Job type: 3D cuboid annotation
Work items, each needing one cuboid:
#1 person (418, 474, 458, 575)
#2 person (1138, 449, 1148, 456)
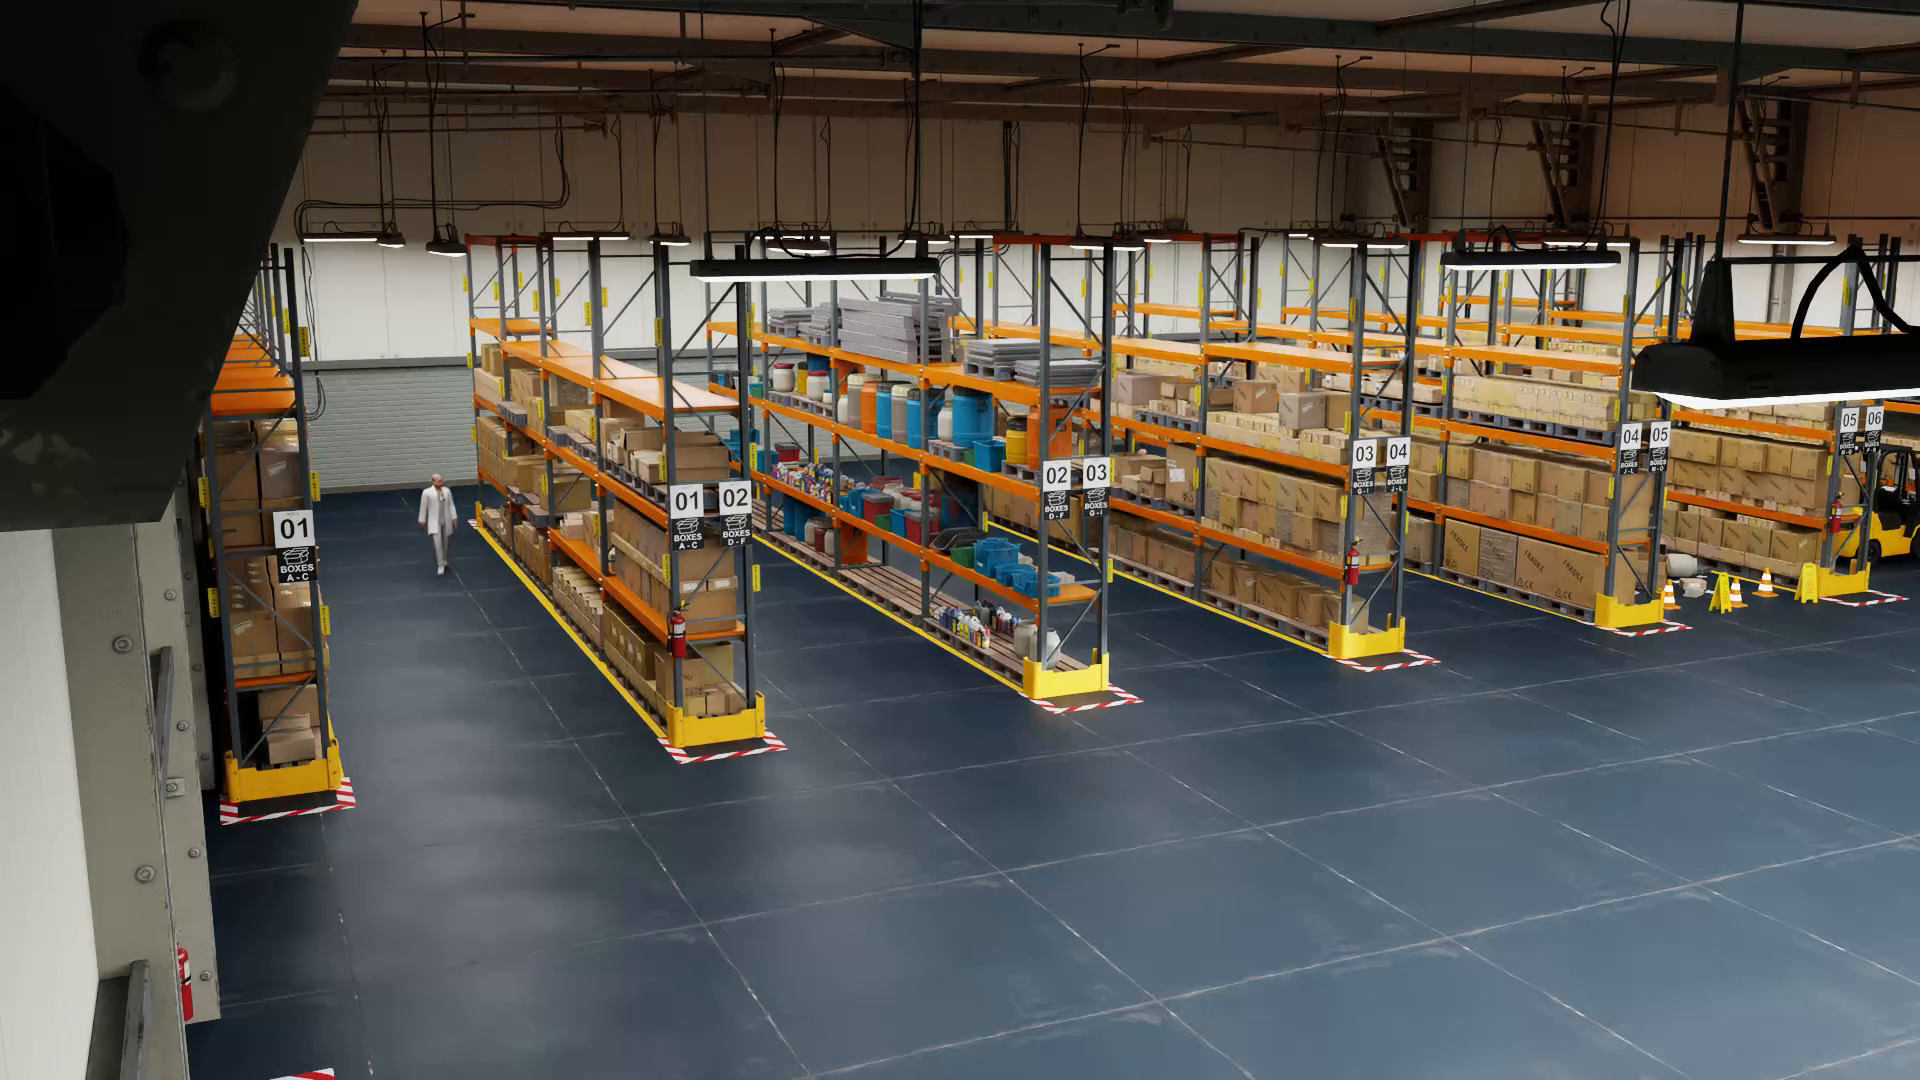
[{"bbox_3d":[-9.424,-0.315,30.103,0.676,1.735,1.006,-7,13,-31],"label":"person"},{"bbox_3d":[3.682,-0.990,33.755,0.711,1.767,0.796,-6,12,-28],"label":"person"}]
